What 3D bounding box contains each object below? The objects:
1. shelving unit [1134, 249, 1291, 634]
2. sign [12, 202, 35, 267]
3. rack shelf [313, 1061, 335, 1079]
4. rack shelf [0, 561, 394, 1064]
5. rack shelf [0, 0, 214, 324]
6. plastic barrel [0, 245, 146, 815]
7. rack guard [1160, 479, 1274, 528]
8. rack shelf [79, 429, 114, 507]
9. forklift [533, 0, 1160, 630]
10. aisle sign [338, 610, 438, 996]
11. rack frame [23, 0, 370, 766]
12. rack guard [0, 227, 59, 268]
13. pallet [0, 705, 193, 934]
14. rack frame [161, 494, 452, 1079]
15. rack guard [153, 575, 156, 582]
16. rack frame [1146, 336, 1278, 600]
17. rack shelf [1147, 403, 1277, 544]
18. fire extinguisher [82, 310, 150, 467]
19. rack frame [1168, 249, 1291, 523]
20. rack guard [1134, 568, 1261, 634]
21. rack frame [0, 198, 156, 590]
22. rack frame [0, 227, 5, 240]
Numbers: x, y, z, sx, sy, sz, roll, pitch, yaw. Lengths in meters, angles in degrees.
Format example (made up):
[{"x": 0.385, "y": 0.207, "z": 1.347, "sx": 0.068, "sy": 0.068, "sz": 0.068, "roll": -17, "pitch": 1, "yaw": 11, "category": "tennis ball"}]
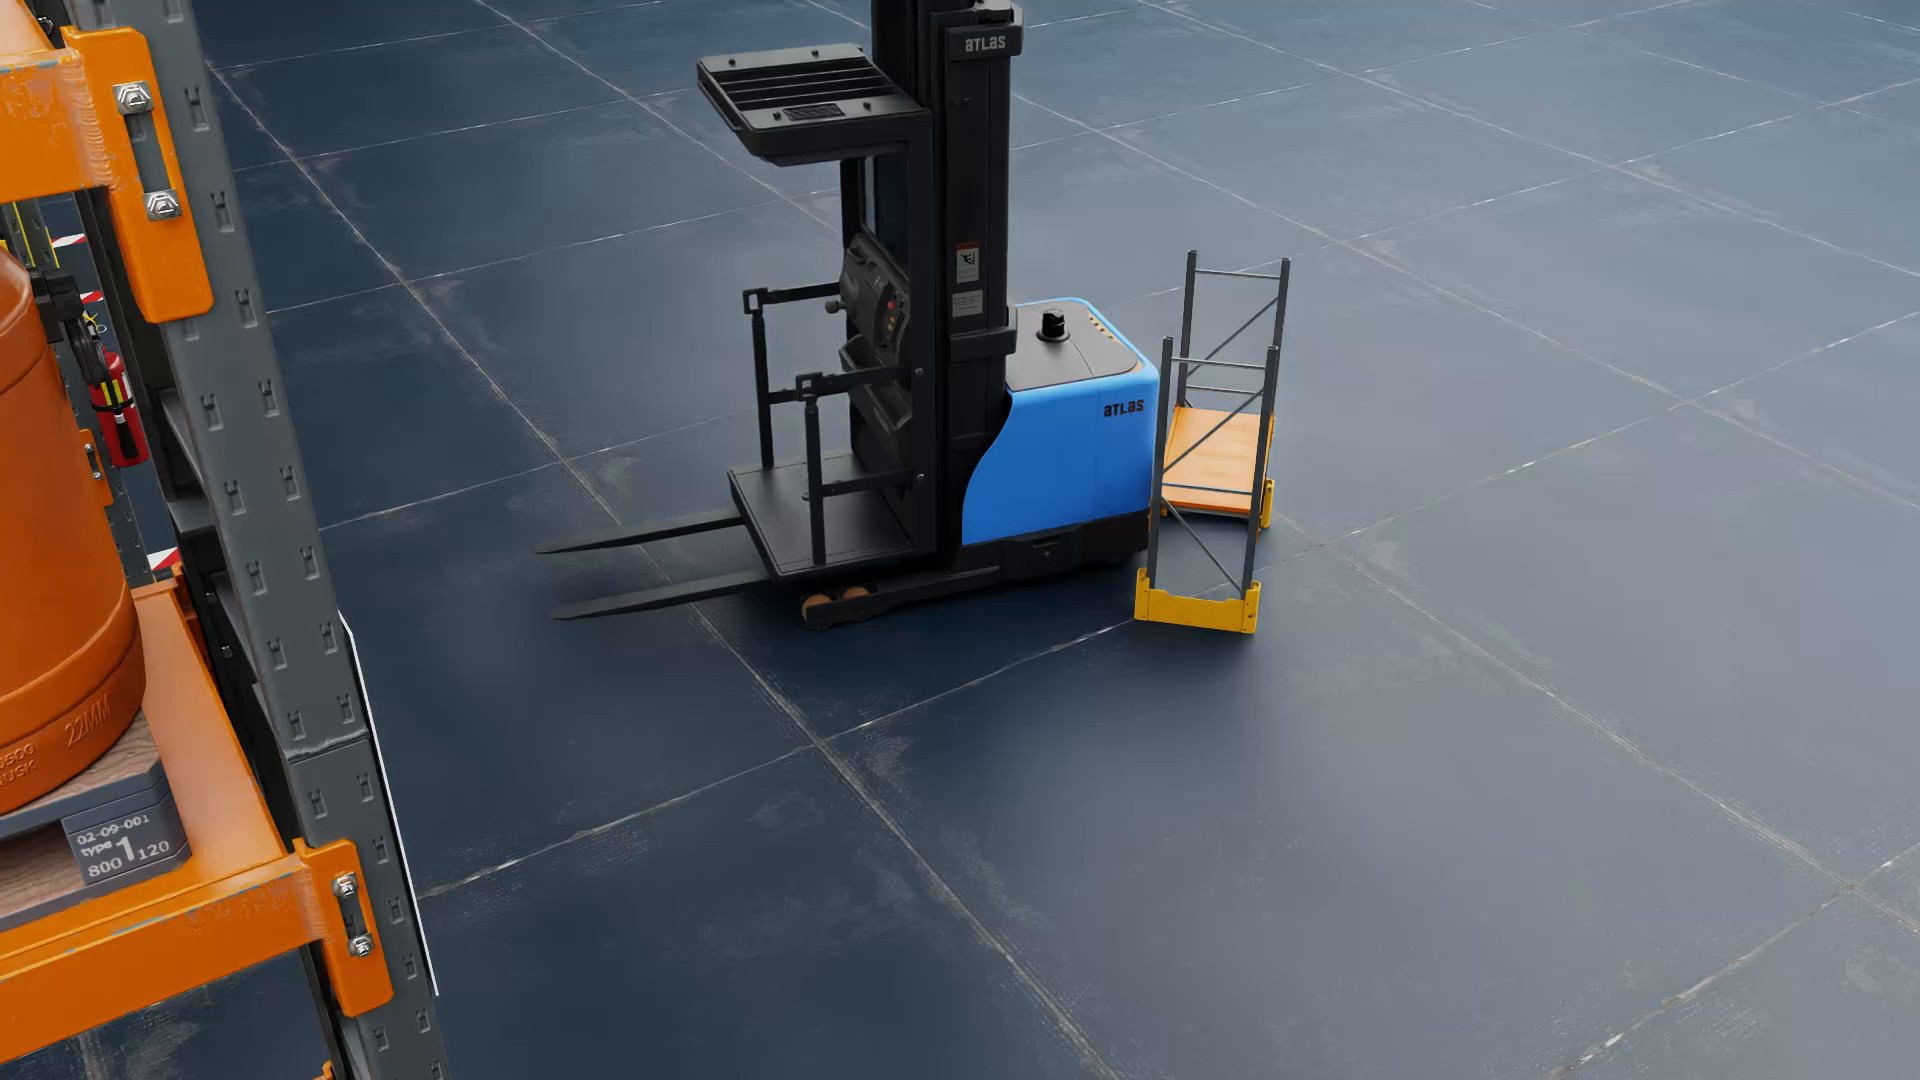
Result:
[{"x": 1.256, "y": -0.494, "z": 8.128, "sx": 0.587, "sy": 1.500, "sz": 1.083, "roll": 7, "pitch": 33, "yaw": 11, "category": "shelving unit"}, {"x": -3.657, "y": -1.214, "z": 6.482, "sx": 0.005, "sy": 0.325, "sz": 0.100, "roll": -19, "pitch": 37, "yaw": -27, "category": "sign"}, {"x": -2.938, "y": 2.258, "z": 3.033, "sx": 4.000, "sy": 0.370, "sz": 1.077, "roll": -19, "pitch": 37, "yaw": -27, "category": "rack shelf"}, {"x": -2.938, "y": 0.989, "z": 2.233, "sx": 4.000, "sy": 0.370, "sz": 1.077, "roll": -19, "pitch": 37, "yaw": -27, "category": "rack shelf"}, {"x": -2.938, "y": -0.110, "z": 1.539, "sx": 4.000, "sy": 0.370, "sz": 1.077, "roll": -19, "pitch": 37, "yaw": -27, "category": "rack shelf"}, {"x": -1.597, "y": -0.055, "z": 2.418, "sx": 0.708, "sy": 0.830, "sz": 0.600, "roll": -19, "pitch": 37, "yaw": -27, "category": "plastic barrel"}, {"x": 1.366, "y": -0.225, "z": 8.872, "sx": 0.587, "sy": 0.250, "sz": 0.087, "roll": 7, "pitch": 33, "yaw": 11, "category": "rack guard"}, {"x": -5.622, "y": 0.037, "z": 6.554, "sx": 4.000, "sy": 0.370, "sz": 1.077, "roll": -19, "pitch": 37, "yaw": -27, "category": "rack shelf"}, {"x": -0.587, "y": -1.124, "z": 7.785, "sx": 3.031, "sy": 2.935, "sz": 1.130, "roll": -11, "pitch": 34, "yaw": -17, "category": "forklift"}, {"x": -1.036, "y": 0.388, "z": 2.886, "sx": 0.004, "sy": 0.787, "sz": 0.394, "roll": -19, "pitch": 37, "yaw": -27, "category": "aisle sign"}, {"x": -1.257, "y": -1.162, "z": 2.157, "sx": 0.127, "sy": 3.000, "sz": 1.000, "roll": -19, "pitch": 37, "yaw": -27, "category": "rack frame"}, {"x": -6.523, "y": -2.049, "z": 11.529, "sx": 0.348, "sy": 0.500, "sz": 1.175, "roll": -19, "pitch": 37, "yaw": -27, "category": "rack guard"}, {"x": -2.005, "y": 0.382, "z": 2.698, "sx": 1.213, "sy": 0.211, "sz": 1.003, "roll": -19, "pitch": 37, "yaw": -27, "category": "pallet"}, {"x": -1.257, "y": 1.376, "z": 3.758, "sx": 0.127, "sy": 3.000, "sz": 1.000, "roll": -19, "pitch": 37, "yaw": -27, "category": "rack frame"}, {"x": -4.004, "y": 0.234, "z": 7.911, "sx": 0.348, "sy": 0.500, "sz": 1.175, "roll": -19, "pitch": 37, "yaw": -27, "category": "rack guard"}, {"x": 1.145, "y": -0.235, "z": 7.716, "sx": 0.500, "sy": 1.500, "sz": 0.032, "roll": 7, "pitch": 33, "yaw": 11, "category": "rack frame"}, {"x": 1.258, "y": -0.347, "z": 8.232, "sx": 0.538, "sy": 0.185, "sz": 1.000, "roll": 7, "pitch": 33, "yaw": 11, "category": "rack shelf"}, {"x": -3.595, "y": -0.639, "z": 7.024, "sx": 0.183, "sy": 0.674, "sz": 0.296, "roll": -19, "pitch": 37, "yaw": -27, "category": "fire extinguisher"}, {"x": 1.370, "y": -0.764, "z": 8.555, "sx": 0.500, "sy": 1.500, "sz": 0.032, "roll": 7, "pitch": 33, "yaw": 11, "category": "rack frame"}, {"x": 1.146, "y": 0.293, "z": 8.051, "sx": 0.587, "sy": 0.250, "sz": 0.087, "roll": 7, "pitch": 33, "yaw": 11, "category": "rack guard"}, {"x": -3.941, "y": -0.845, "z": 7.279, "sx": 0.127, "sy": 3.000, "sz": 1.000, "roll": -19, "pitch": 37, "yaw": -27, "category": "rack frame"}, {"x": -6.543, "y": -3.099, "z": 10.851, "sx": 0.127, "sy": 3.000, "sz": 1.000, "roll": -19, "pitch": 37, "yaw": -27, "category": "rack frame"}]
